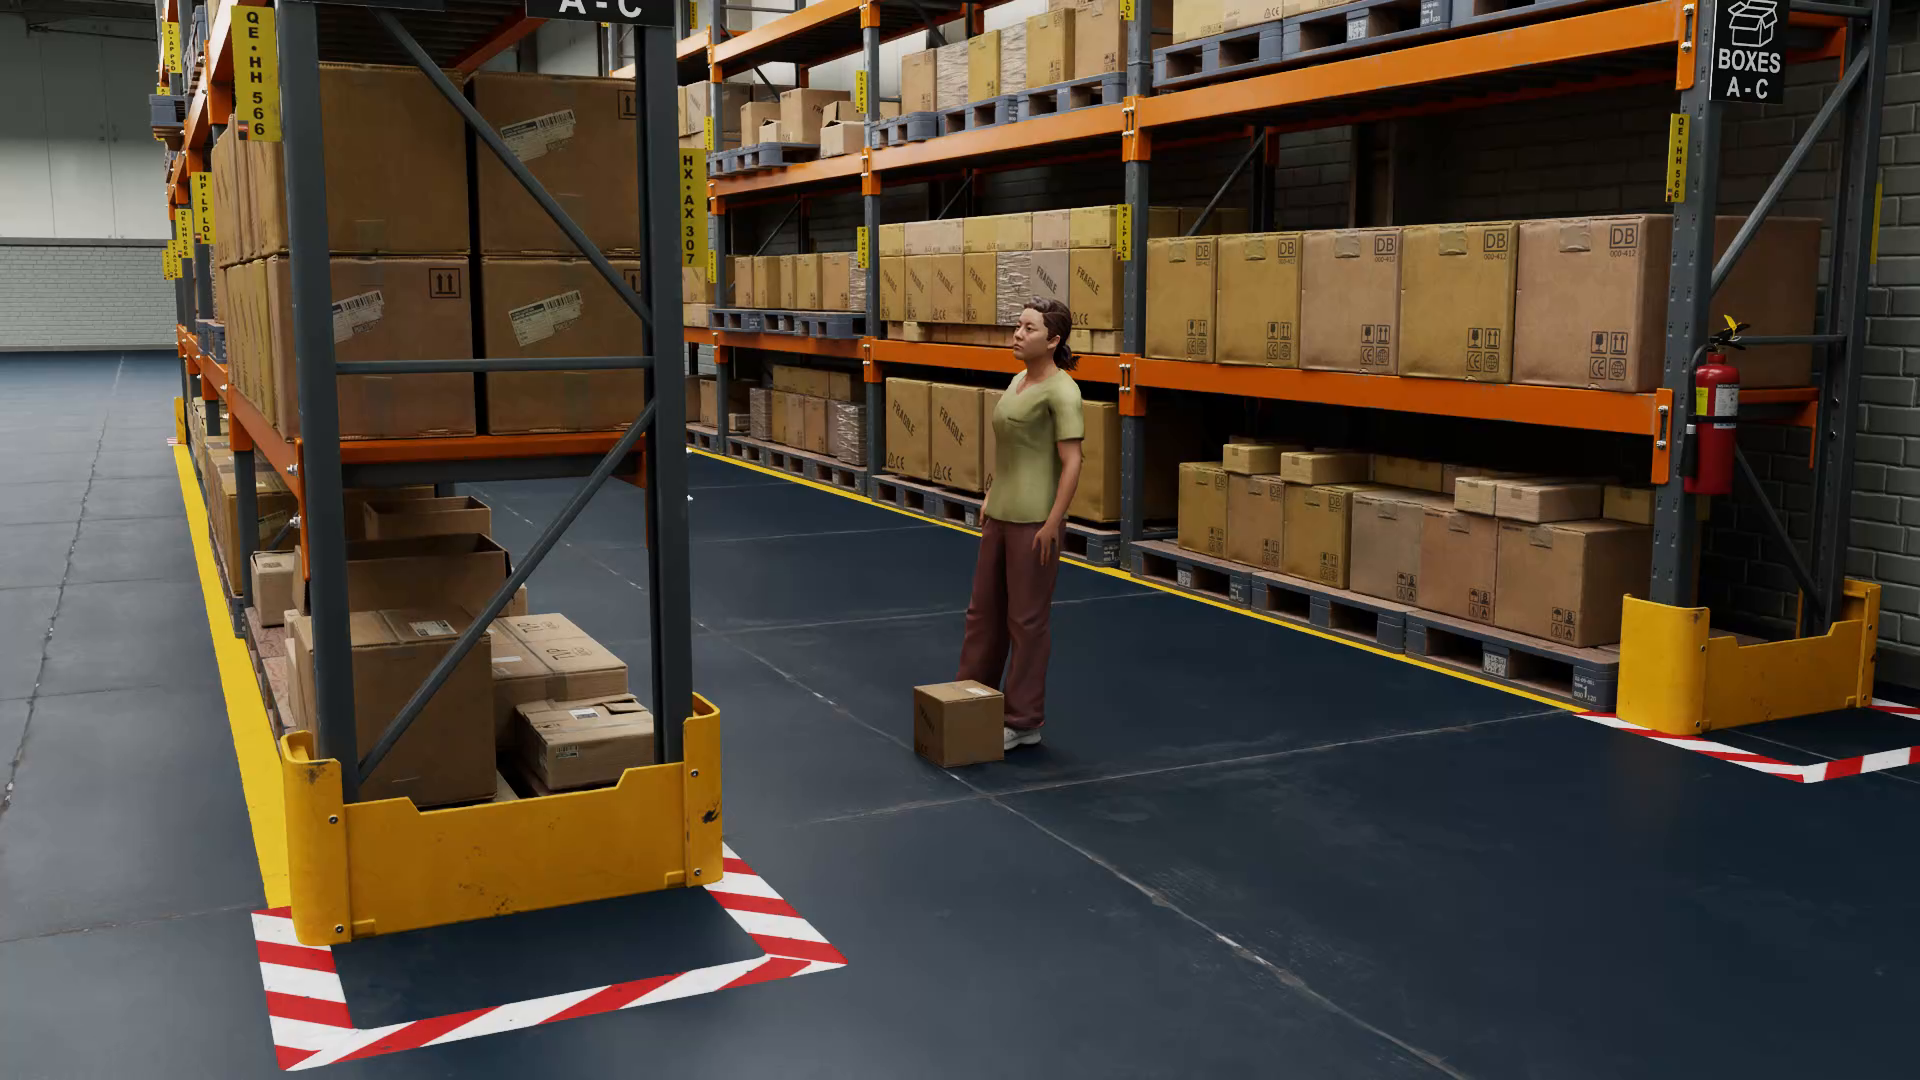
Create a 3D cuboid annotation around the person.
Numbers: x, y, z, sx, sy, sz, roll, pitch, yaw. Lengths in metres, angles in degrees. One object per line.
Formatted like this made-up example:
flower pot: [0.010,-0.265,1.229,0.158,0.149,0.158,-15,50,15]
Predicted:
person: [0.164,-0.048,6.148,0.522,1.664,0.554,-4,10,-26]
